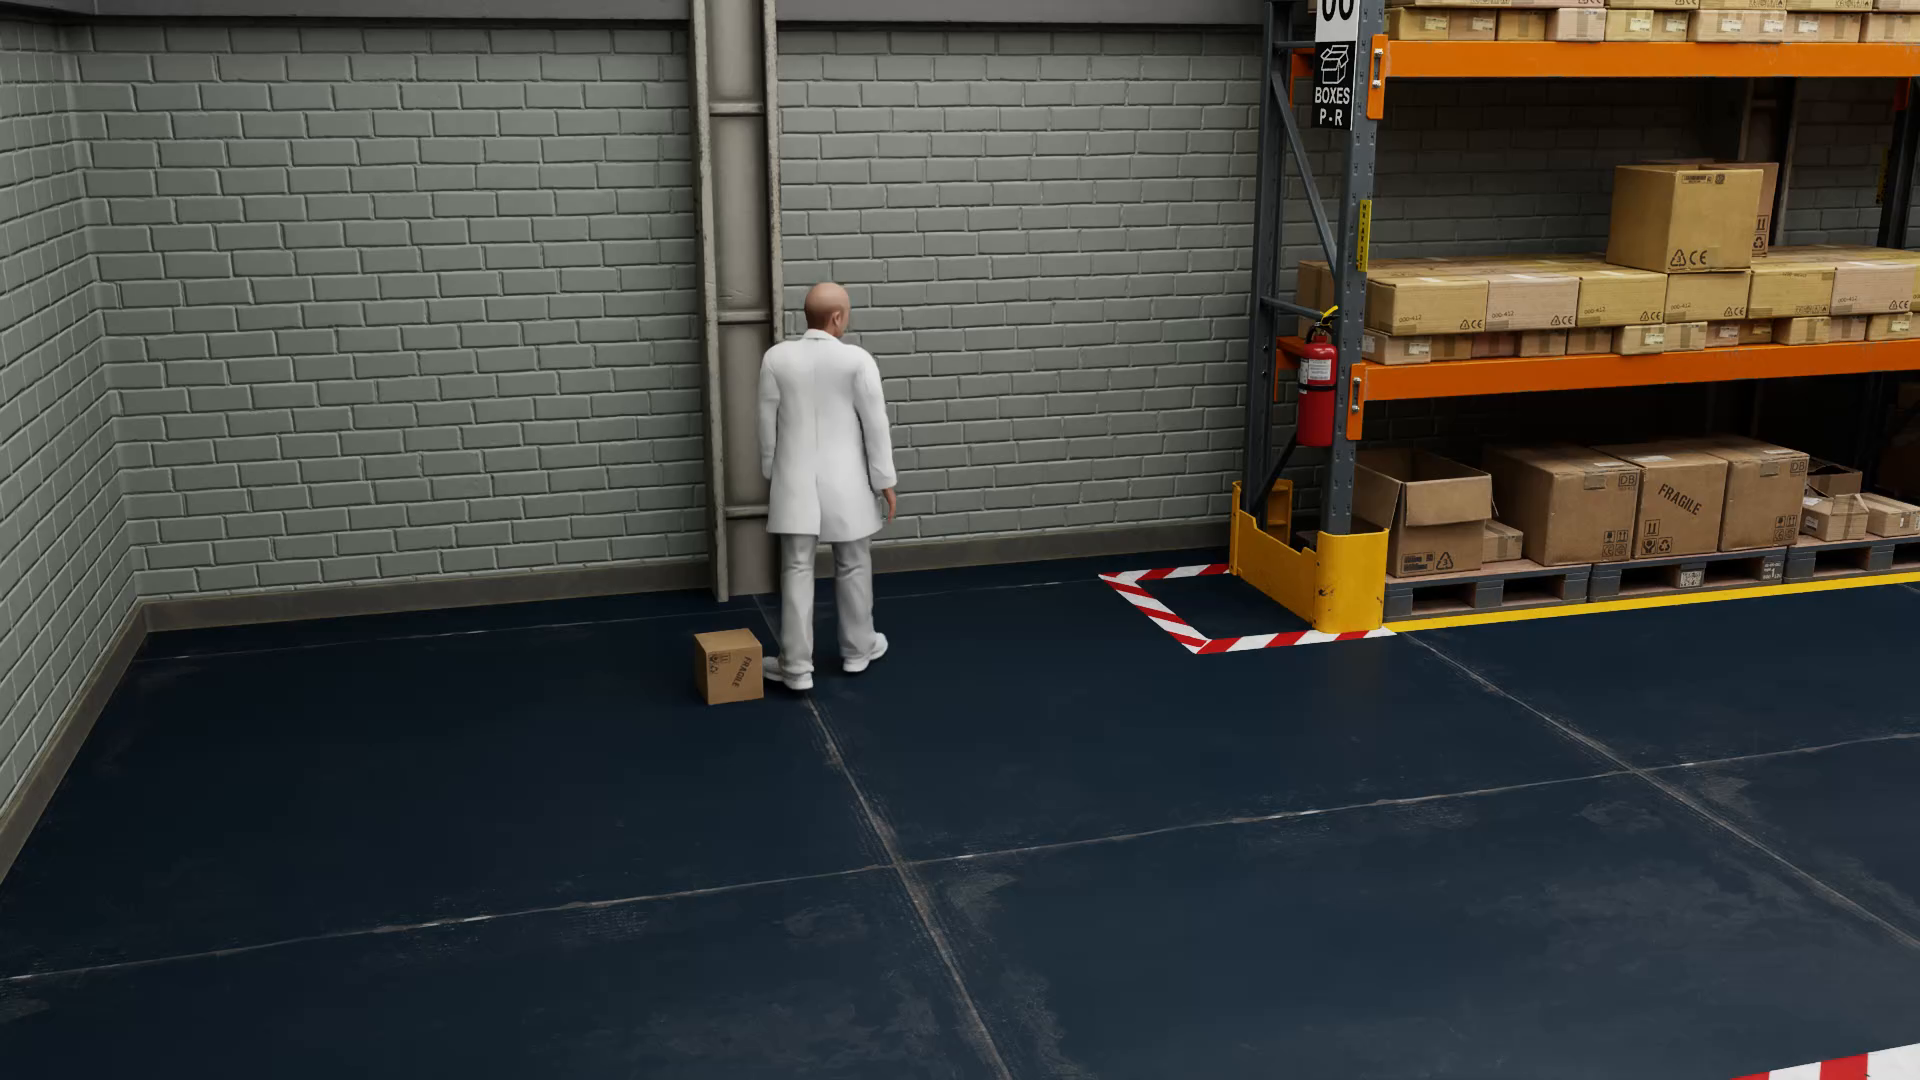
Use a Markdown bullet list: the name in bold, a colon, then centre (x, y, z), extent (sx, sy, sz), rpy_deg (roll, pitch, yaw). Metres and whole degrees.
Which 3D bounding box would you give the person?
- **person**: centre (-0.588, -0.253, 7.390), extent (0.639, 1.773, 0.670), rpy_deg (2, 16, 6)
